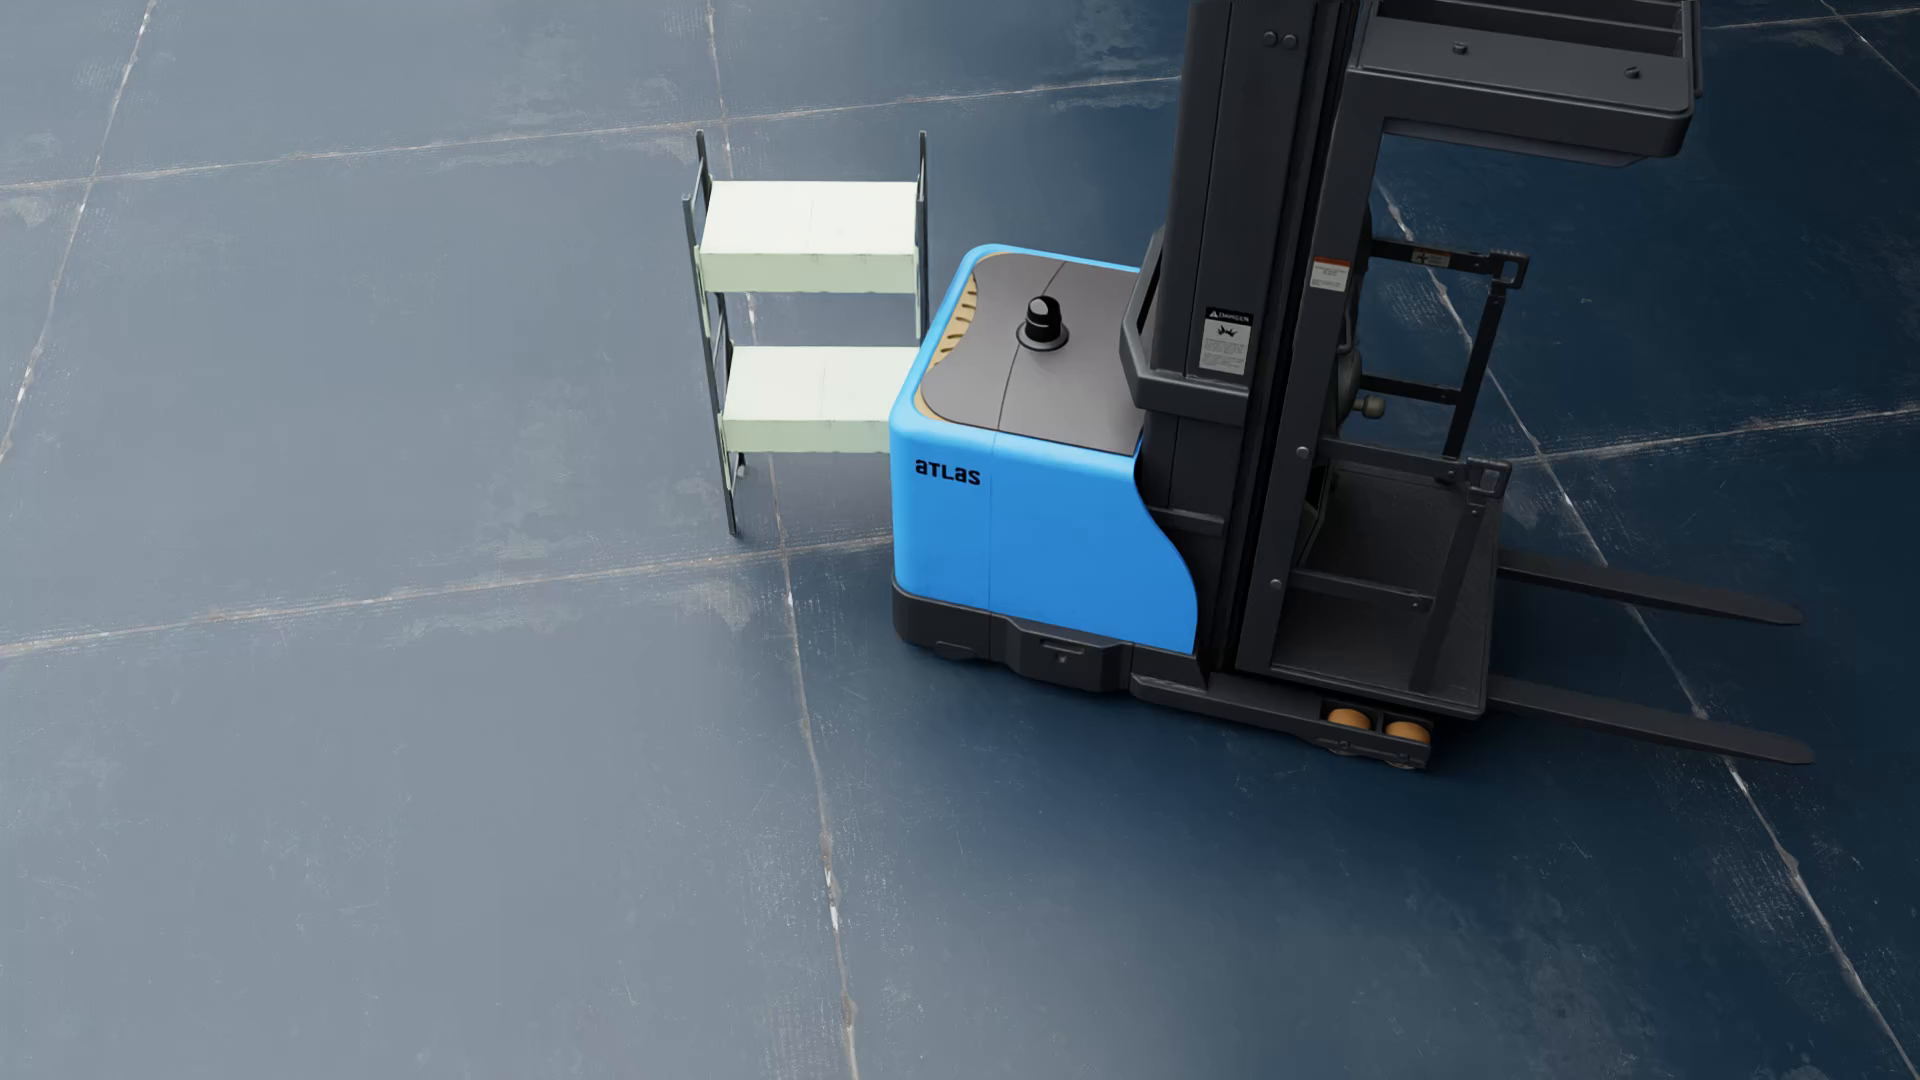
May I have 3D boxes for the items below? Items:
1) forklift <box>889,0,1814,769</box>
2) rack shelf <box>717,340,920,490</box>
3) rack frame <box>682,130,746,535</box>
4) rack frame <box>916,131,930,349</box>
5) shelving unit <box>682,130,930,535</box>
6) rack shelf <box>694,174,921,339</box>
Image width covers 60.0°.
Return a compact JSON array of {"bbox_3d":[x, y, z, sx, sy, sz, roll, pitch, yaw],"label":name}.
[{"bbox_3d":[1.339,-0.688,4.877,3.031,2.935,1.130,12,47,11],"label":"forklift"},{"bbox_3d":[-0.490,-0.456,6.101,0.720,0.370,0.431,0,46,0],"label":"rack shelf"},{"bbox_3d":[-0.856,-0.685,5.868,0.023,1.500,0.400,0,46,0],"label":"rack frame"},{"bbox_3d":[-0.124,-0.680,5.864,0.023,1.500,0.400,0,46,0],"label":"rack frame"},{"bbox_3d":[-0.490,-0.683,5.866,0.755,1.500,0.431,0,46,0],"label":"shelving unit"},{"bbox_3d":[-0.490,-0.953,5.585,0.720,0.370,0.431,0,46,0],"label":"rack shelf"}]
